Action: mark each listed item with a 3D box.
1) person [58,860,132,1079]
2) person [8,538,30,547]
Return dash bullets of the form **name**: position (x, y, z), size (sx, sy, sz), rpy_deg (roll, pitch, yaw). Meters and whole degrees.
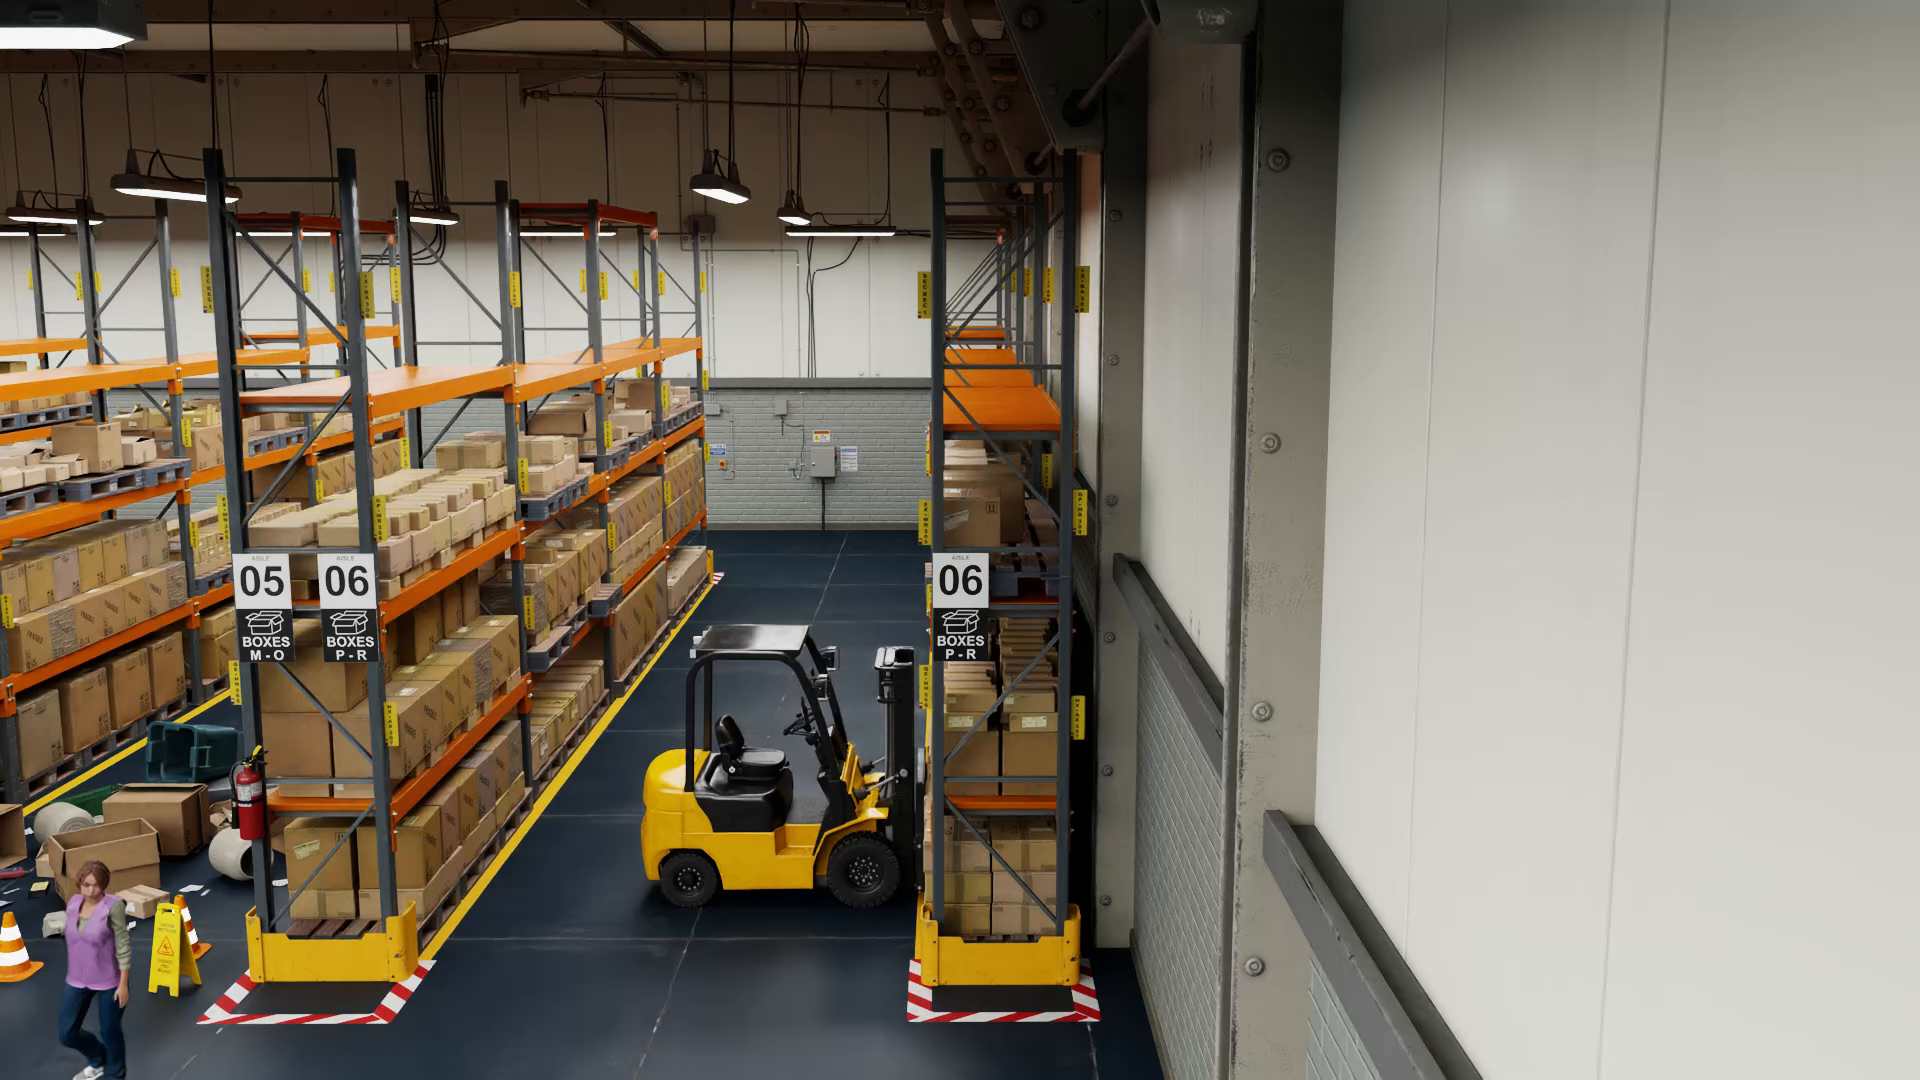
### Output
- **person**: position (-5.371, 2.739, 10.359), size (0.502, 1.587, 0.408), rpy_deg (0, 9, 1)
- **person**: position (-12.493, 0.799, 22.454), size (0.670, 1.722, 0.852), rpy_deg (-8, 12, -41)
